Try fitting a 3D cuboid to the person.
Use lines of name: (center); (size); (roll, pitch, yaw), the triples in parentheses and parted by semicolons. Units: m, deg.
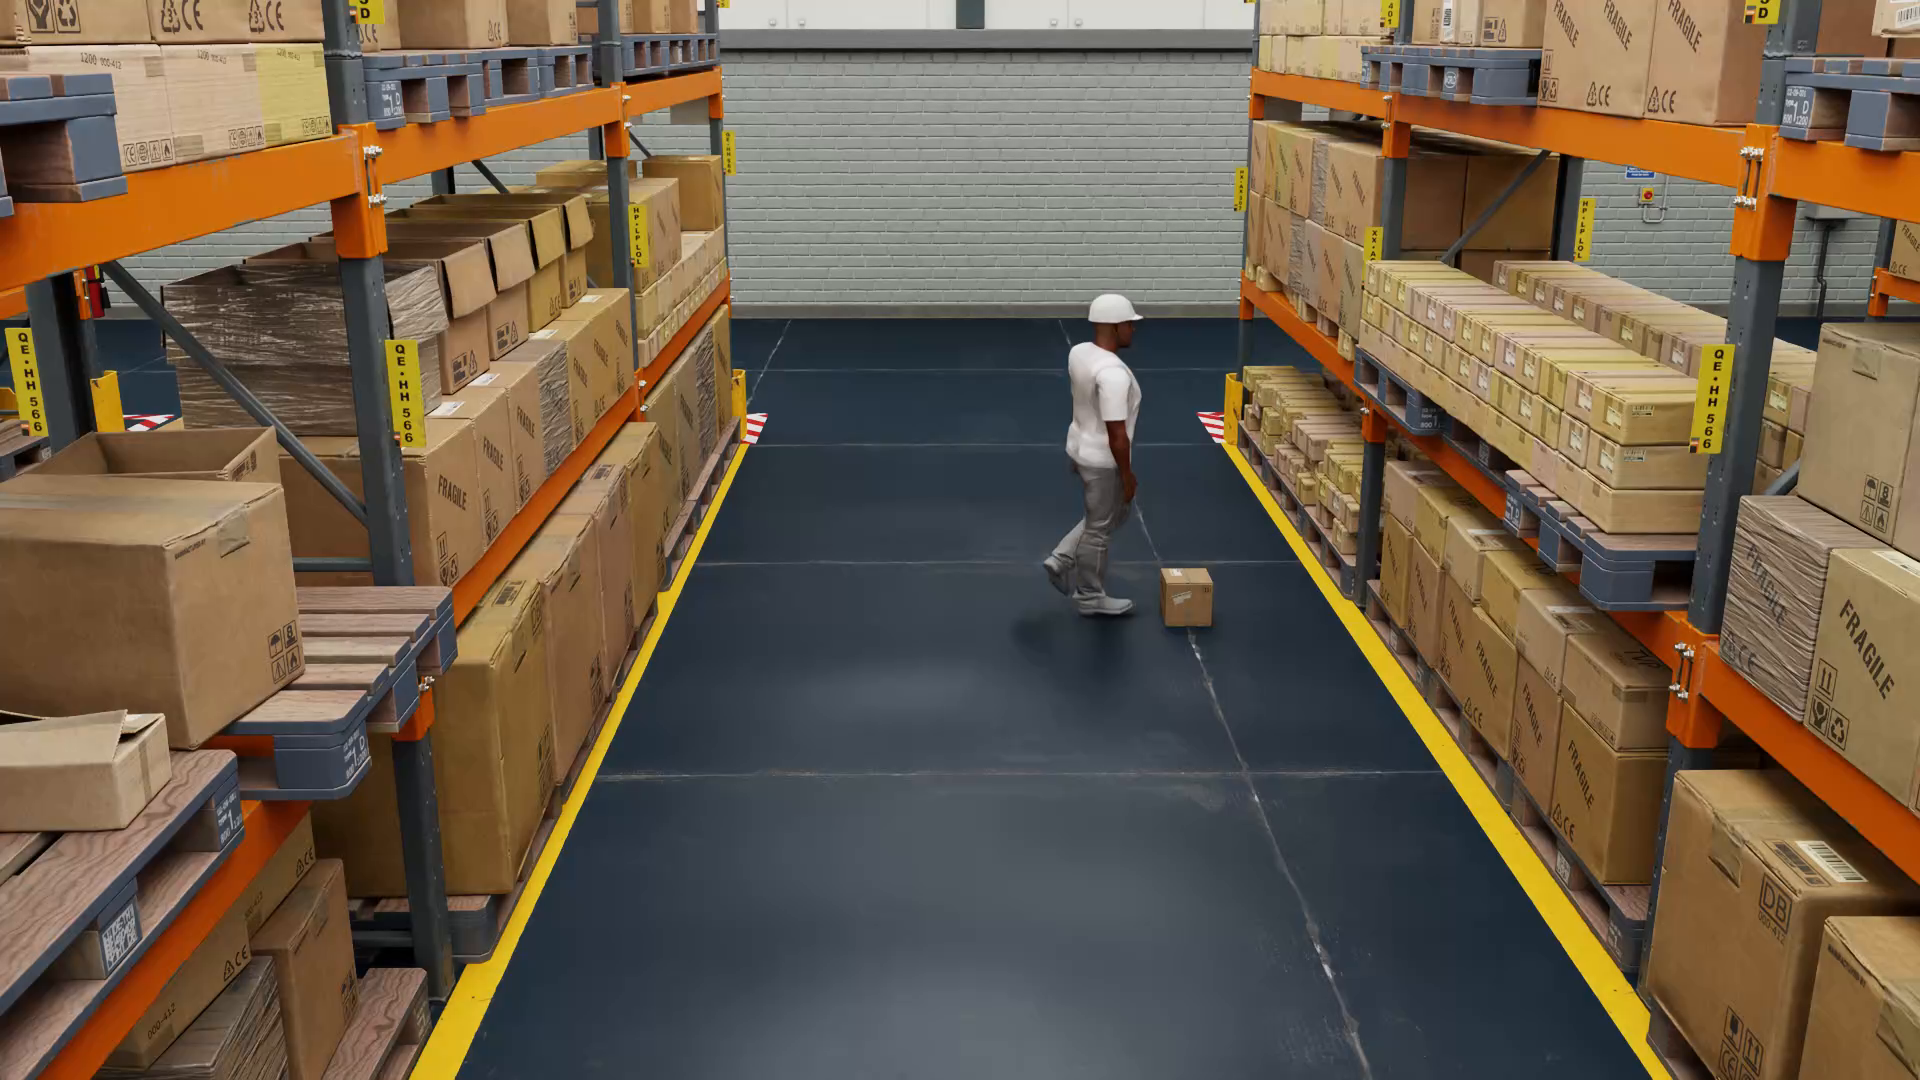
person: (0.734, -0.429, 8.840); (0.497, 1.765, 0.645); (-4, 17, -12)
